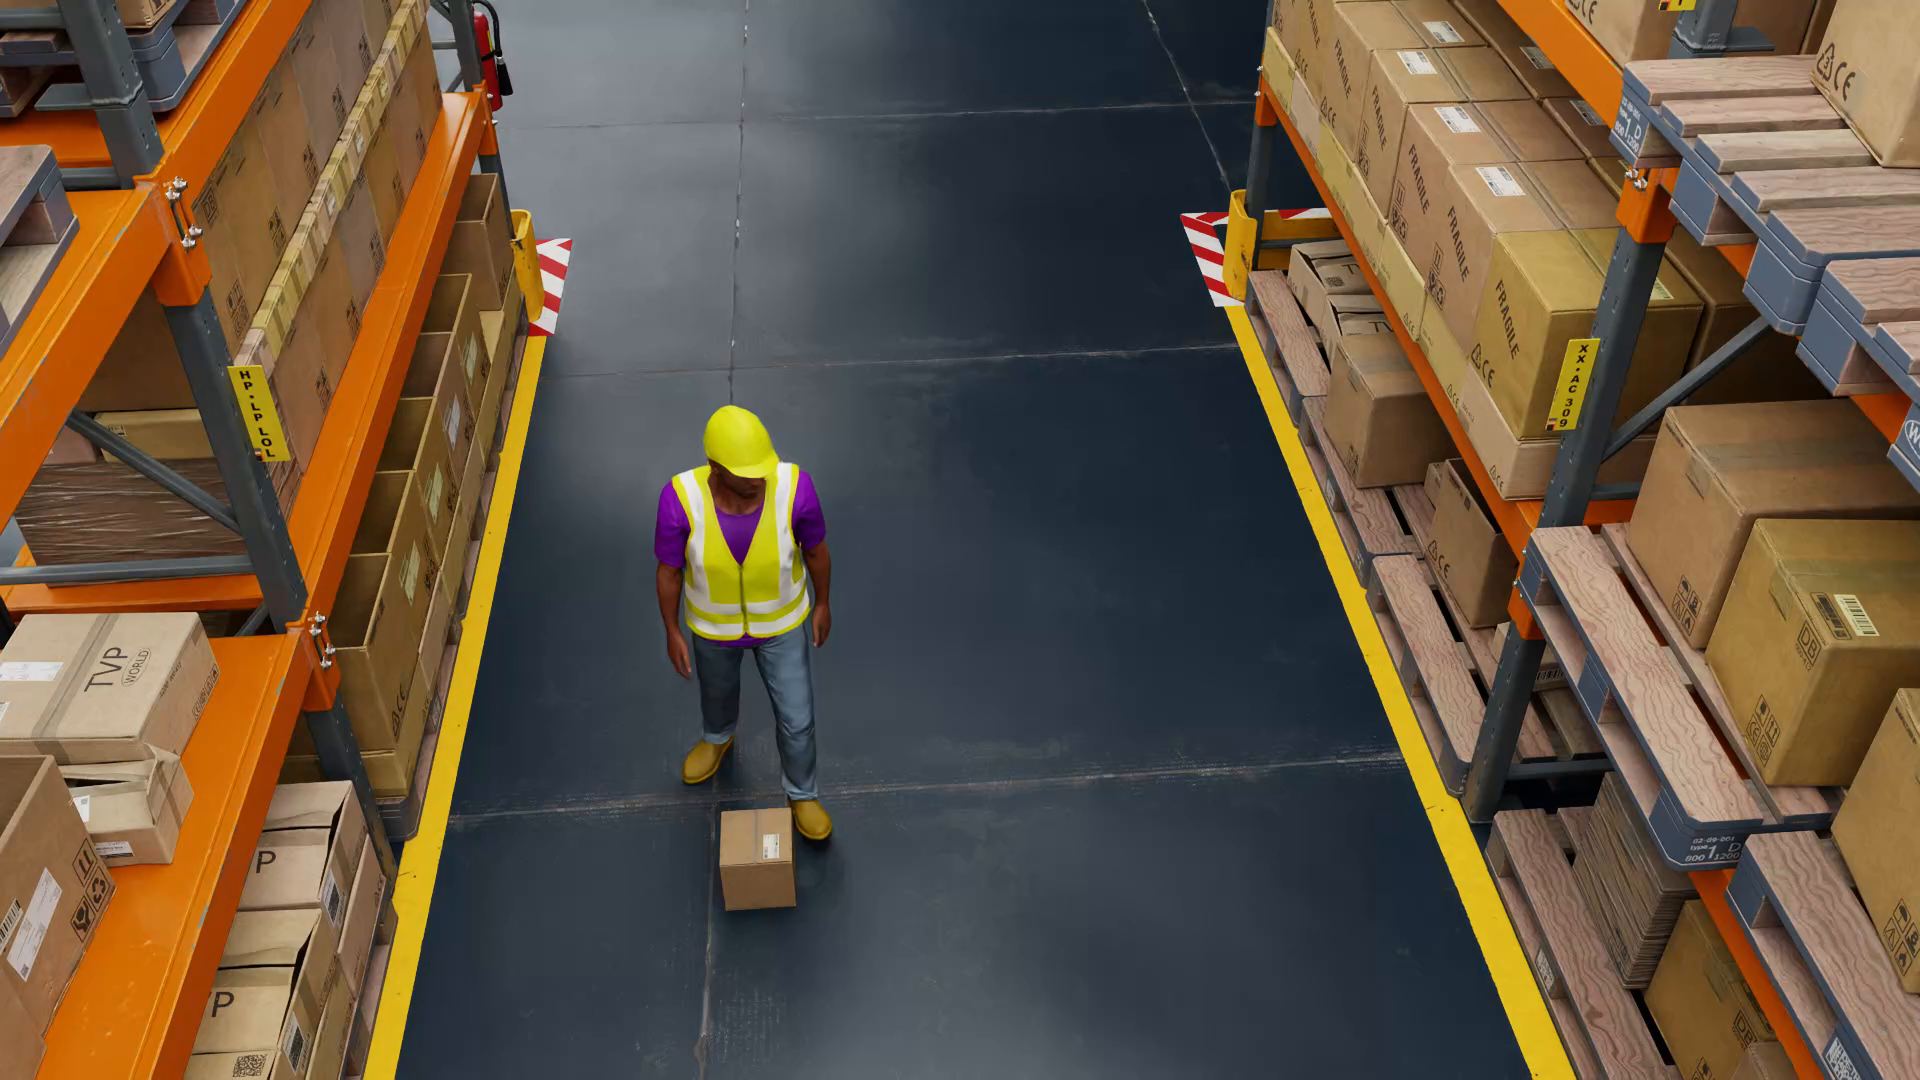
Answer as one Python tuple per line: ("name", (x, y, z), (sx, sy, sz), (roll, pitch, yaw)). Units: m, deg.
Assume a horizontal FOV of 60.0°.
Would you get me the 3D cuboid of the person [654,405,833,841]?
("person", (-0.752, 0.278, 5.807), (0.622, 1.758, 0.644), (-4, 39, -4))
